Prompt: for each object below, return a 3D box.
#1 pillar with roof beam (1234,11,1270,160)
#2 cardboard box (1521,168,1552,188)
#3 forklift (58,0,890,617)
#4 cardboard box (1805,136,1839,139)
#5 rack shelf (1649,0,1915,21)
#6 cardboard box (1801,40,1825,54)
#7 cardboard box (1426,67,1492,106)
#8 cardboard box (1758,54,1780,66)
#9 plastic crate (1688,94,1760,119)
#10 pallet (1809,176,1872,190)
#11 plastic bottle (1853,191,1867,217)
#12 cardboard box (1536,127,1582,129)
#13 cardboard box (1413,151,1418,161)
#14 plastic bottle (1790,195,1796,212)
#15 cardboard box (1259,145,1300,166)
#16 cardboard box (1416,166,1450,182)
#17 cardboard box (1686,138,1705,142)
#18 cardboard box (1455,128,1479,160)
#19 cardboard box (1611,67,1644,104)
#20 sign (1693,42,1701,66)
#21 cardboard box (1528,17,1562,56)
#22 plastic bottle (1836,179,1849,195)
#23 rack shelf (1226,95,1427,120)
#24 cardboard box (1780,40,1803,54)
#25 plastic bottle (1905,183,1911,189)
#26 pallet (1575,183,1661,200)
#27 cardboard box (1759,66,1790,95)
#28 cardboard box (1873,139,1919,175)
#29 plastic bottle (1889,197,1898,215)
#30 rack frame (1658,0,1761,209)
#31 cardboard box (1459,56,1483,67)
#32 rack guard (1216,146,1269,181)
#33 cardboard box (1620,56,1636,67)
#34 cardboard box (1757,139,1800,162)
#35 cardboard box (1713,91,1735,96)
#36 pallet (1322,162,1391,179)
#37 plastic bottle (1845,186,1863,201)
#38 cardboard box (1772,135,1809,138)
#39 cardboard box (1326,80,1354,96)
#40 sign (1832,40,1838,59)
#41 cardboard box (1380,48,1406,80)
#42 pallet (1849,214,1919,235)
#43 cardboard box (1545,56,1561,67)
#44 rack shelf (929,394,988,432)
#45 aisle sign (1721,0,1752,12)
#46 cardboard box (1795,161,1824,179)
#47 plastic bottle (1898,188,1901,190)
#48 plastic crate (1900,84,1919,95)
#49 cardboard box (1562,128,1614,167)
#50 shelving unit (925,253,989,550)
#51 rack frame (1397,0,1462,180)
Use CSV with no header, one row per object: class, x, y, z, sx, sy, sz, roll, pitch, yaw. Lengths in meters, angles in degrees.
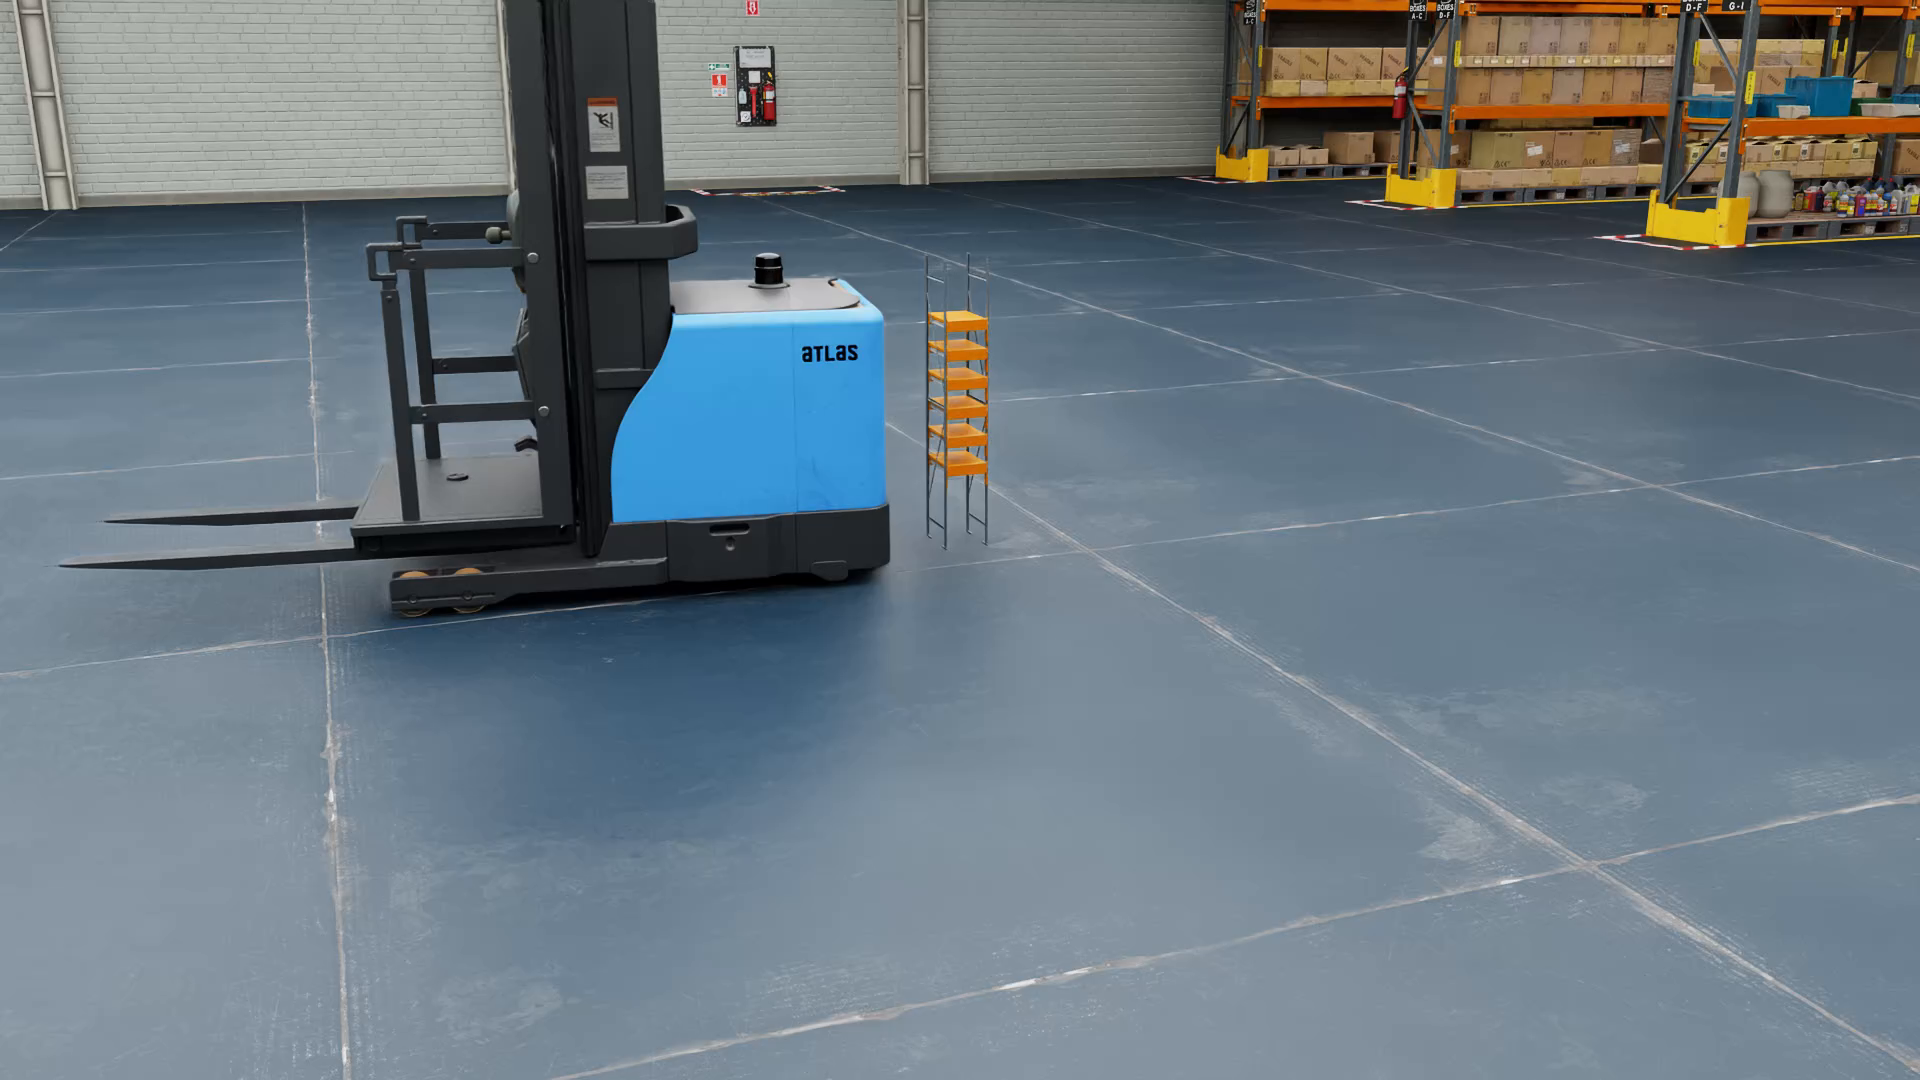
pillar with roof beam,6.422,-9.399,23.135,0.400,9.000,9.100,-6,17,-20
cardboard box,7.826,-5.032,23.045,0.500,0.250,0.500,-6,17,-20
forklift,-1.848,-1.285,6.272,3.031,2.935,1.130,-4,17,-12
cardboard box,13.189,-6.035,25.464,0.500,0.311,0.500,-6,17,-18
rack shelf,11.916,-7.751,24.124,4.000,0.370,1.077,-6,17,-20
cardboard box,15.398,-9.011,30.388,0.500,0.250,0.500,-6,17,-19
cardboard box,6.754,-6.144,22.520,0.500,0.500,0.700,-6,17,-20
cardboard box,14.457,-8.550,30.150,0.500,0.500,0.500,-6,17,-20
plastic crate,8.442,-4.807,18.407,0.616,0.251,0.499,-6,17,-20
pallet,13.001,-5.448,25.277,1.213,0.211,1.003,-6,17,-20
plastic bottle,10.104,-3.775,18.671,0.133,0.283,0.061,-6,17,-19
cardboard box,8.569,-5.633,23.759,0.500,0.500,0.500,-6,17,-20
cardboard box,7.783,-6.549,28.322,0.250,0.166,0.380,-9,18,-27
plastic bottle,9.640,-3.918,19.302,0.097,0.201,0.097,0,16,0
cardboard box,5.215,-6.323,27.296,0.500,0.311,0.500,-8,18,-26
cardboard box,6.708,-5.067,23.162,0.500,0.250,0.500,-6,17,-20
cardboard box,10.807,-5.777,24.588,0.500,0.311,0.500,-6,17,-19
cardboard box,8.953,-6.849,28.753,0.500,0.500,0.700,-6,17,-18
cardboard box,9.146,-6.402,23.400,0.500,0.500,0.700,-6,18,-21
sign,10.248,-6.763,23.129,0.005,0.325,0.100,-6,17,-20
cardboard box,7.763,-6.877,22.715,0.500,0.500,0.700,-6,17,-20
plastic bottle,10.342,-4.058,19.514,0.185,0.351,0.144,-6,18,-21
rack shelf,6.405,-7.212,27.610,4.000,0.370,1.077,-6,17,-20
cardboard box,14.917,-8.962,30.221,0.500,0.250,0.500,-6,17,-19
plastic bottle,11.363,-4.137,19.925,0.097,0.271,0.097,0,16,0
pallet,9.291,-5.049,23.916,1.213,0.211,1.003,-6,17,-20
cardboard box,11.731,-6.681,24.346,0.500,0.500,0.500,-6,17,-20
cardboard box,14.311,-5.841,25.322,0.500,0.500,0.500,-5,17,-18
plastic bottle,10.584,-3.793,18.878,0.097,0.201,0.097,0,16,0
rack frame,8.082,-4.749,17.946,0.127,3.000,1.000,-6,17,-20
cardboard box,6.756,-6.395,22.222,0.250,0.149,0.380,-6,18,-20
rack guard,4.608,-6.164,27.201,0.348,0.500,1.175,-6,17,-20
cardboard box,9.151,-6.653,23.101,0.250,0.149,0.380,-6,17,-20
cardboard box,11.958,-5.739,24.455,0.500,0.311,0.500,-6,17,-19
cardboard box,10.949,-6.371,23.915,0.250,0.149,0.380,-6,17,-20
pallet,6.517,-6.220,27.904,1.213,0.211,1.003,-6,17,-20
plastic bottle,10.418,-3.986,19.401,0.135,0.276,0.152,-6,17,-20
cardboard box,15.182,-7.636,30.846,0.750,0.750,0.750,-6,17,-19
cardboard box,6.064,-7.365,27.084,0.500,0.250,0.500,-6,18,-21
sign,15.946,-8.941,30.307,0.005,0.325,0.100,-6,17,-20
cardboard box,7.003,-7.827,27.329,0.500,0.500,0.500,-7,18,-22
pallet,11.175,-3.757,19.519,1.213,0.211,1.003,-6,17,-20
cardboard box,7.958,-6.525,22.666,0.250,0.149,0.380,-6,18,-21
rack shelf,-0.014,-0.532,6.937,0.180,0.103,0.258,-6,17,-20
aisle sign,8.120,-5.912,17.293,0.004,0.787,0.394,-6,17,-20
cardboard box,12.429,-5.521,24.711,0.500,0.250,0.500,-6,17,-19
plastic bottle,10.777,-3.892,19.067,0.133,0.283,0.061,-6,17,-20
plastic crate,11.283,-5.103,19.262,0.504,0.338,0.767,-6,17,-20
cardboard box,8.757,-5.495,23.290,0.500,0.500,0.500,-6,17,-20
shelving unit,-0.014,-0.574,6.924,0.189,1.200,0.258,-6,17,-20
rack frame,6.313,-6.052,22.385,0.127,3.000,1.000,-6,17,-20
